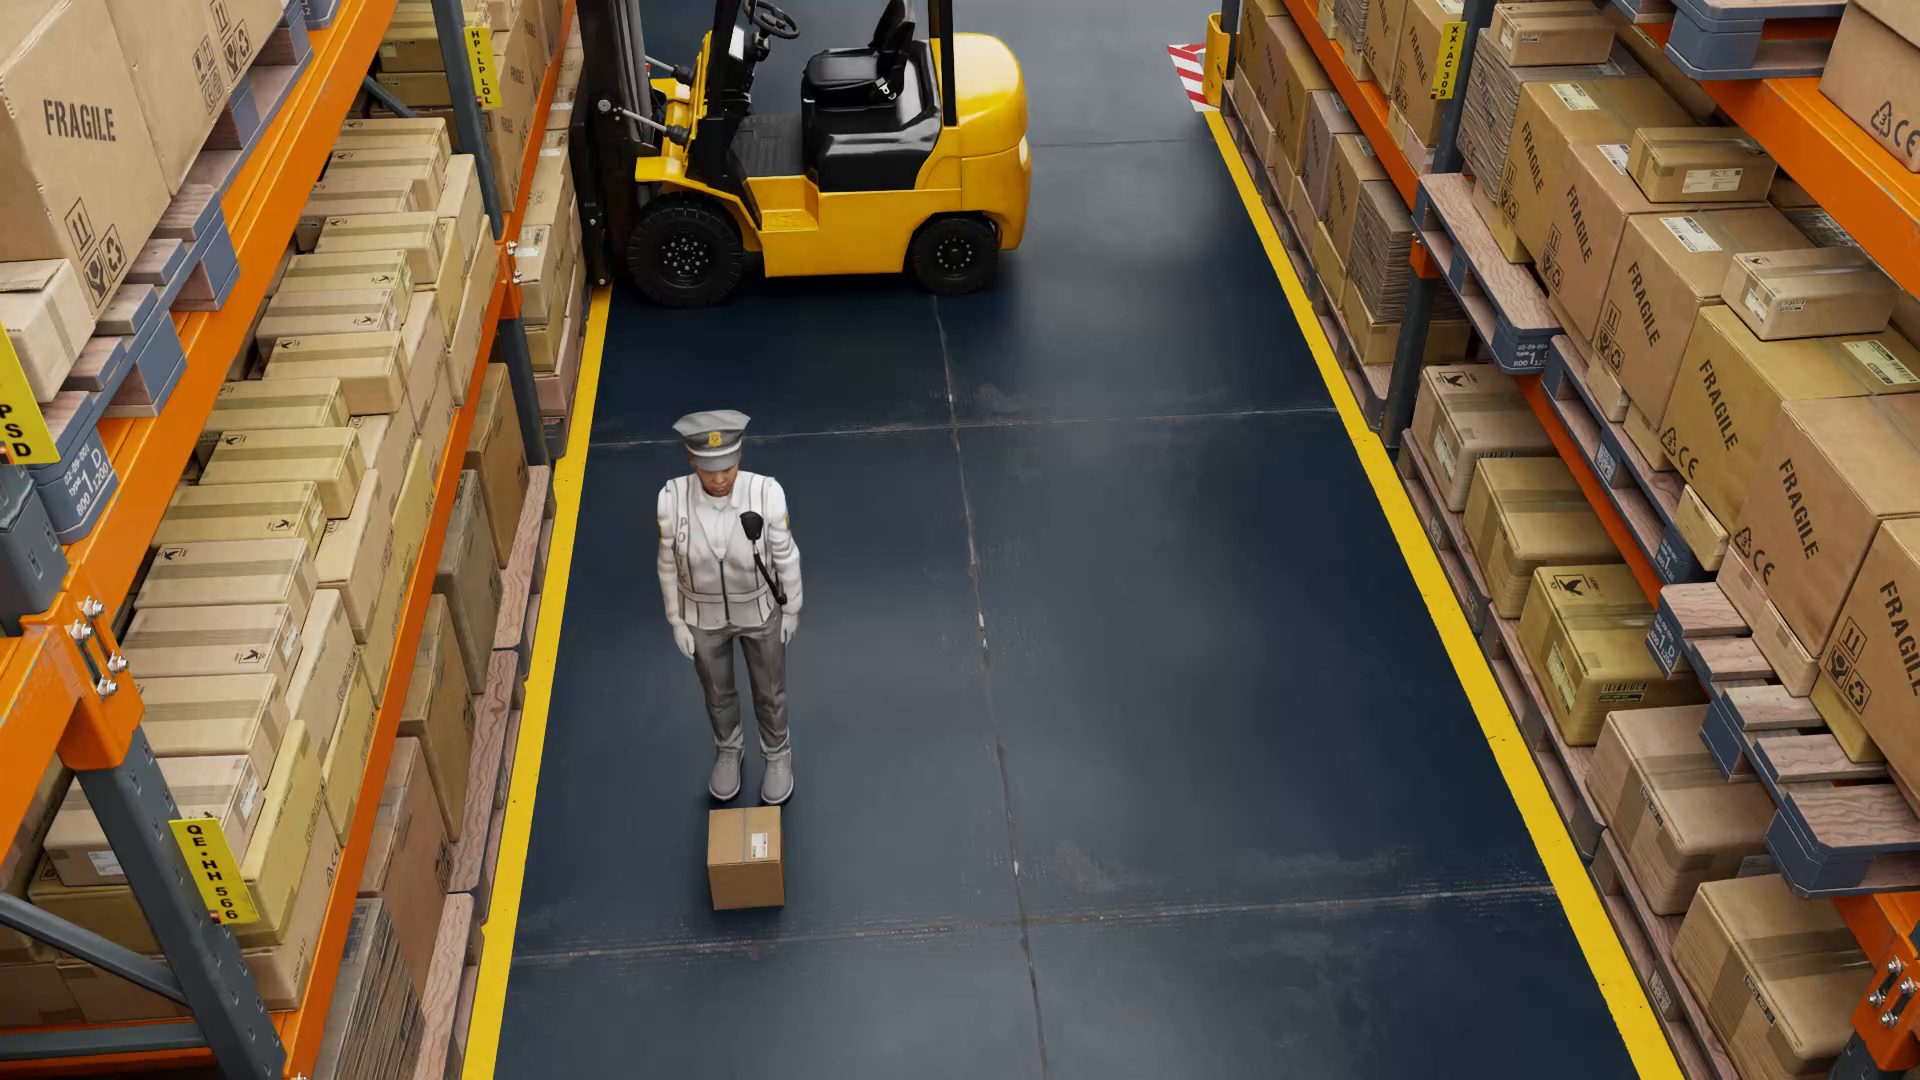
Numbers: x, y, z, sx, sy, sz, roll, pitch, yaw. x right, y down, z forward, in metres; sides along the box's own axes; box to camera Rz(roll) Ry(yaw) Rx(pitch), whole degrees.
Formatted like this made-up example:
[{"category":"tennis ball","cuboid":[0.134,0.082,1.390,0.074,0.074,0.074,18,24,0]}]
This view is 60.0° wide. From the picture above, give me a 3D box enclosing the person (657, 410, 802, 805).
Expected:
[{"category":"person","cuboid":[-0.788,0.256,5.793,0.487,1.687,0.346,-3,39,-4]}]
